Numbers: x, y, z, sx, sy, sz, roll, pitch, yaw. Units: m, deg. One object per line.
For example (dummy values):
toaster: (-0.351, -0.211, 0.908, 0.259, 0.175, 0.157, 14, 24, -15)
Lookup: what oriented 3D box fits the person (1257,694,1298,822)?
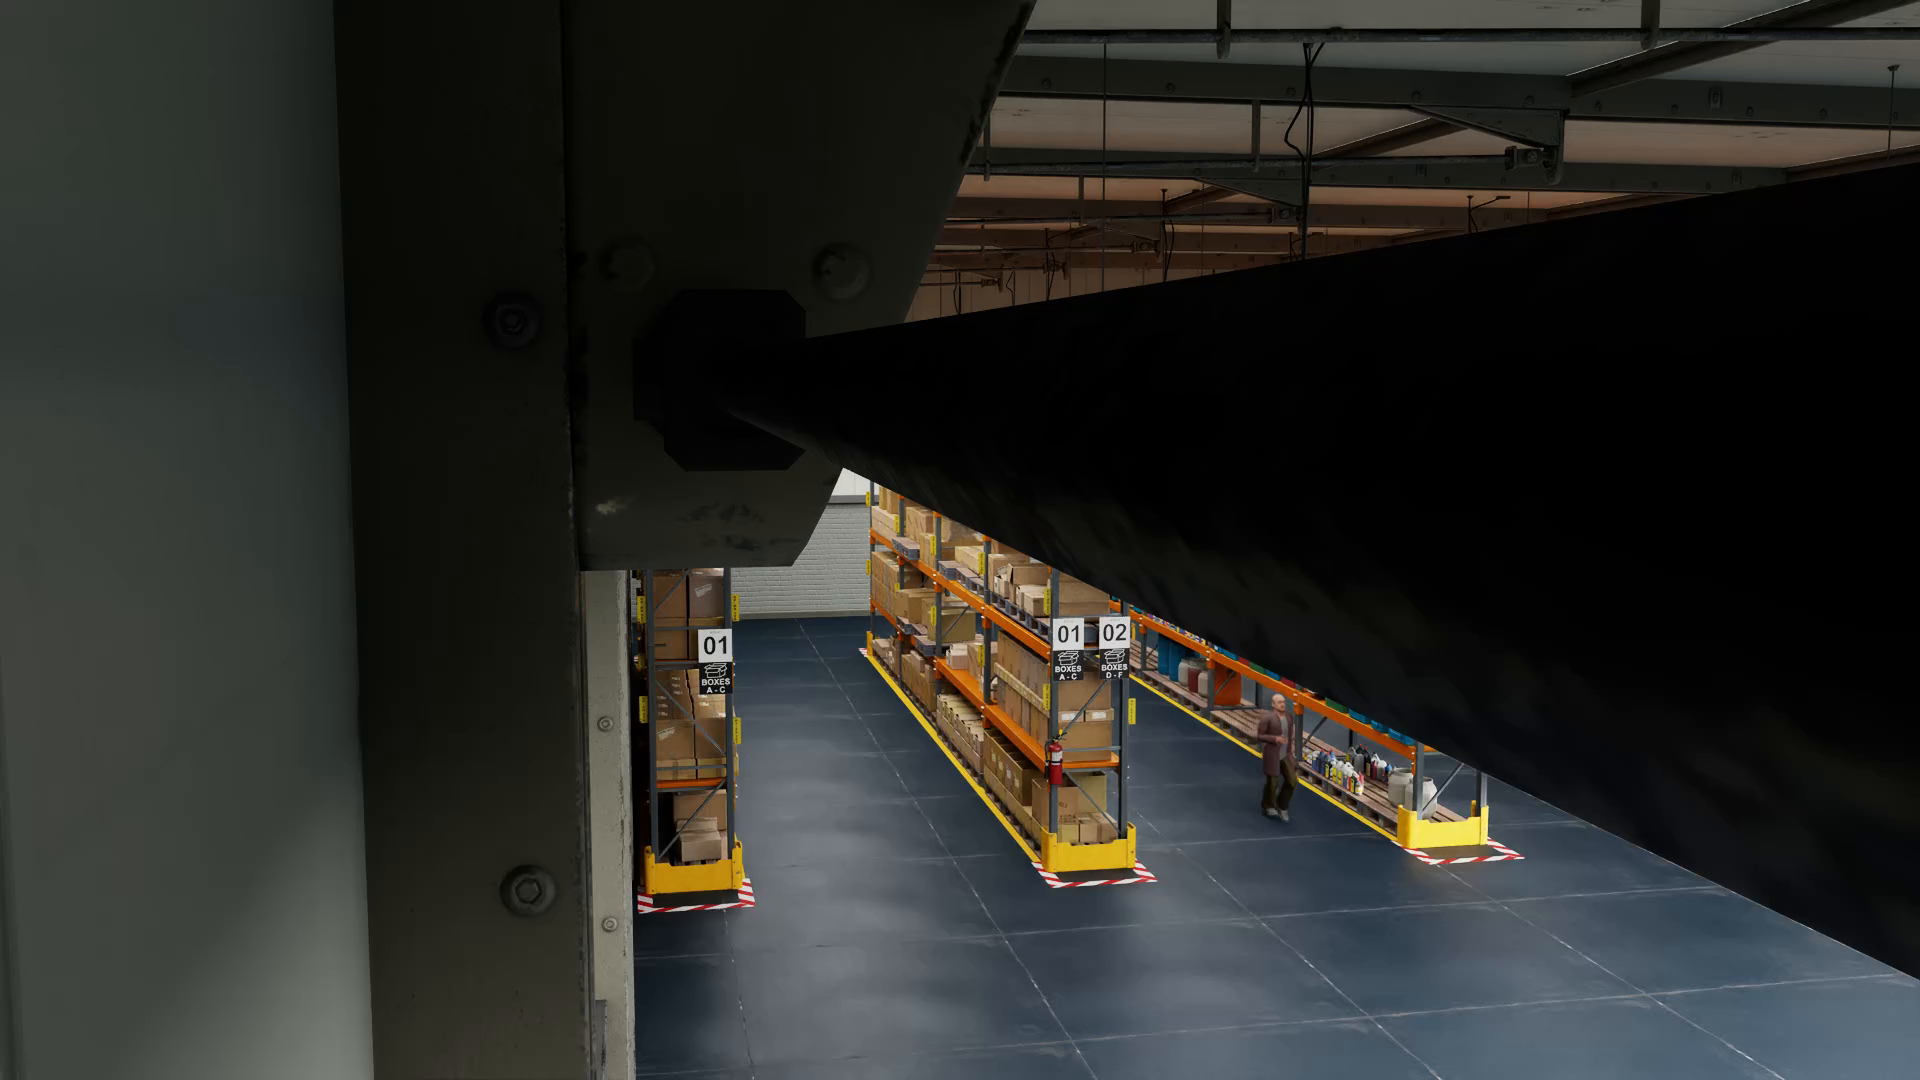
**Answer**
person: (4.464, 3.046, 23.187, 0.702, 1.808, 0.742, -2, 6, -20)
